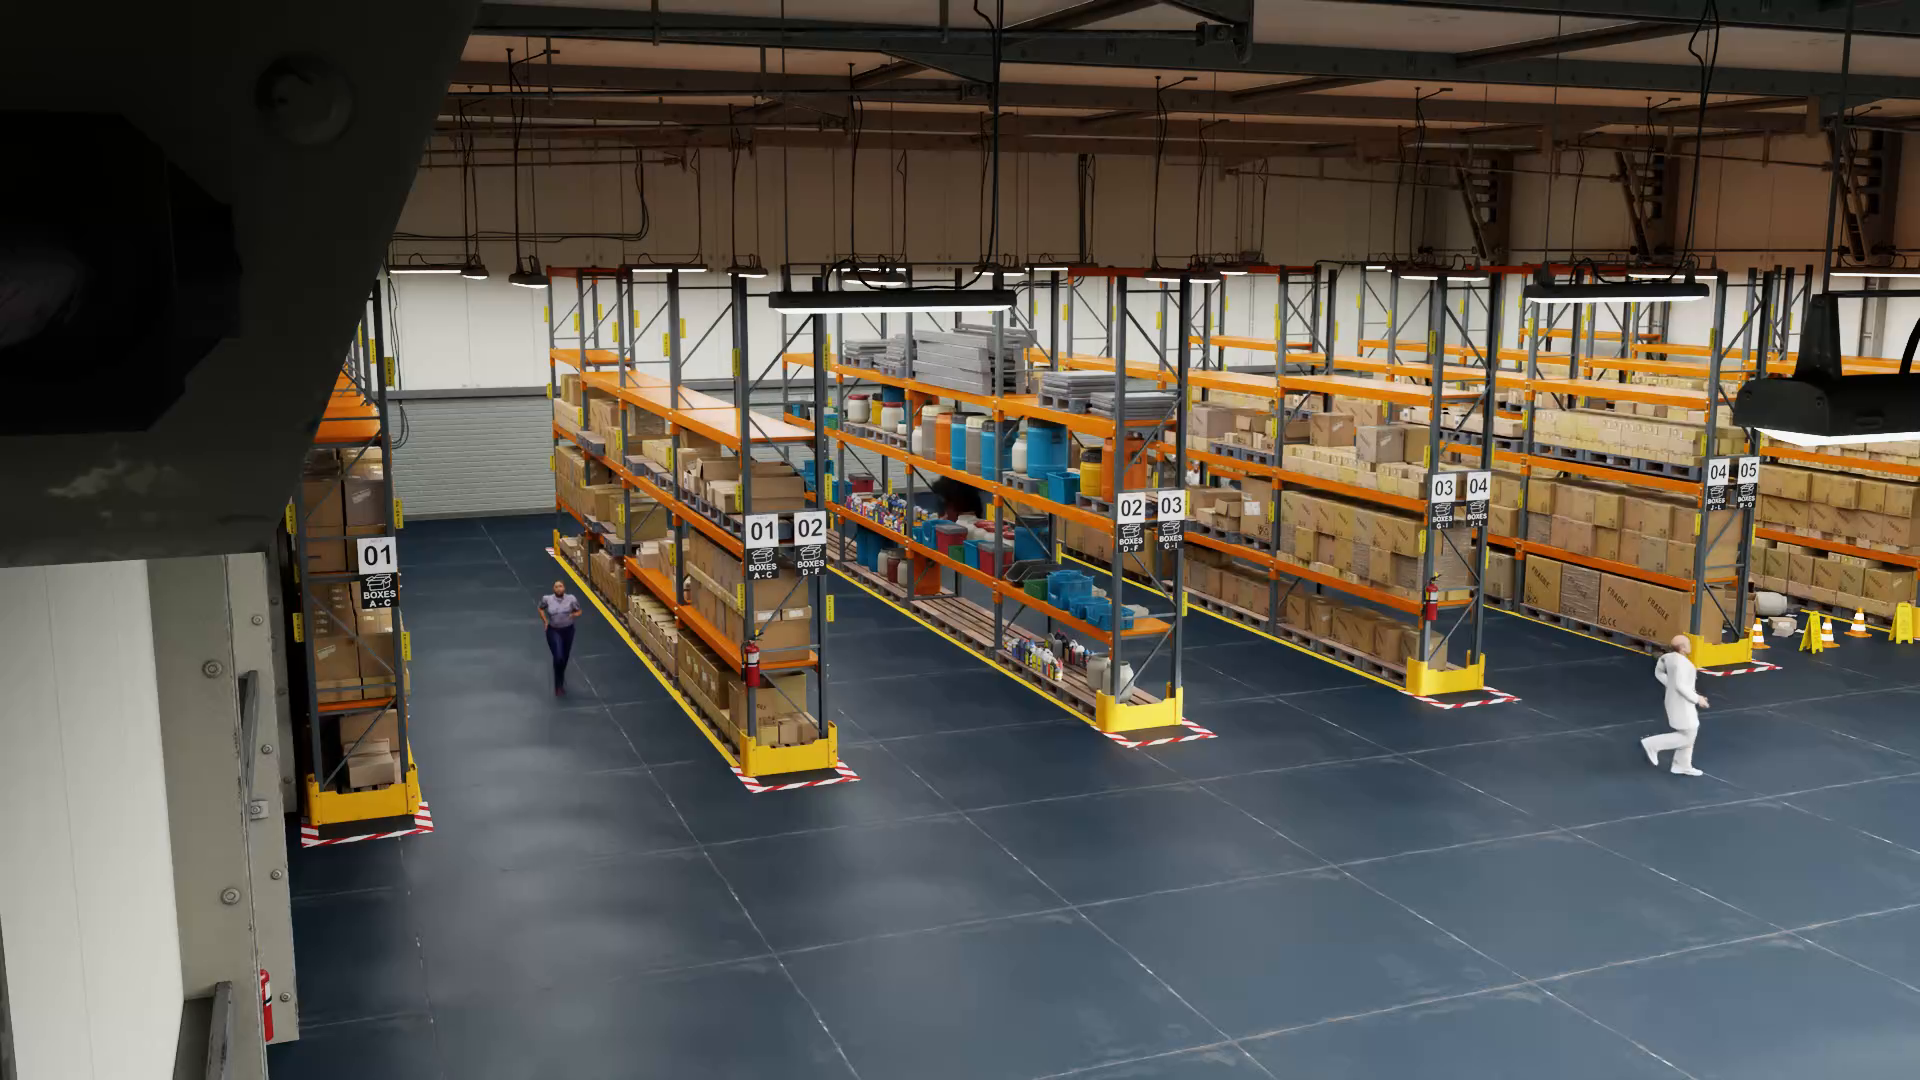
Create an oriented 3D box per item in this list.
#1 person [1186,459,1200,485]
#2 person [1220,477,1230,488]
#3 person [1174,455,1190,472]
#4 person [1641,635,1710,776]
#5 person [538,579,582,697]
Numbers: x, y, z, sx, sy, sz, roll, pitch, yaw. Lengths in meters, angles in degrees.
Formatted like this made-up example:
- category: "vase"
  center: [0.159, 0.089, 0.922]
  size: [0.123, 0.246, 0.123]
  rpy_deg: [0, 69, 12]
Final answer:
- category: "person"
  center: [5.242, -0.951, 37.122]
  size: [0.660, 1.778, 0.676]
  rpy_deg: [-3, 10, -14]
- category: "person"
  center: [6.681, -1.804, 41.940]
  size: [0.611, 1.749, 0.638]
  rpy_deg: [-4, 11, -21]
- category: "person"
  center: [4.971, -1.122, 38.039]
  size: [0.673, 1.809, 0.683]
  rpy_deg: [-4, 11, -21]
- category: "person"
  center: [8.672, 2.016, 20.192]
  size: [0.782, 1.734, 0.710]
  rpy_deg: [1, 10, 4]
- category: "person"
  center: [-5.749, 1.395, 24.033]
  size: [0.574, 1.719, 0.730]
  rpy_deg: [-5, 11, -27]
